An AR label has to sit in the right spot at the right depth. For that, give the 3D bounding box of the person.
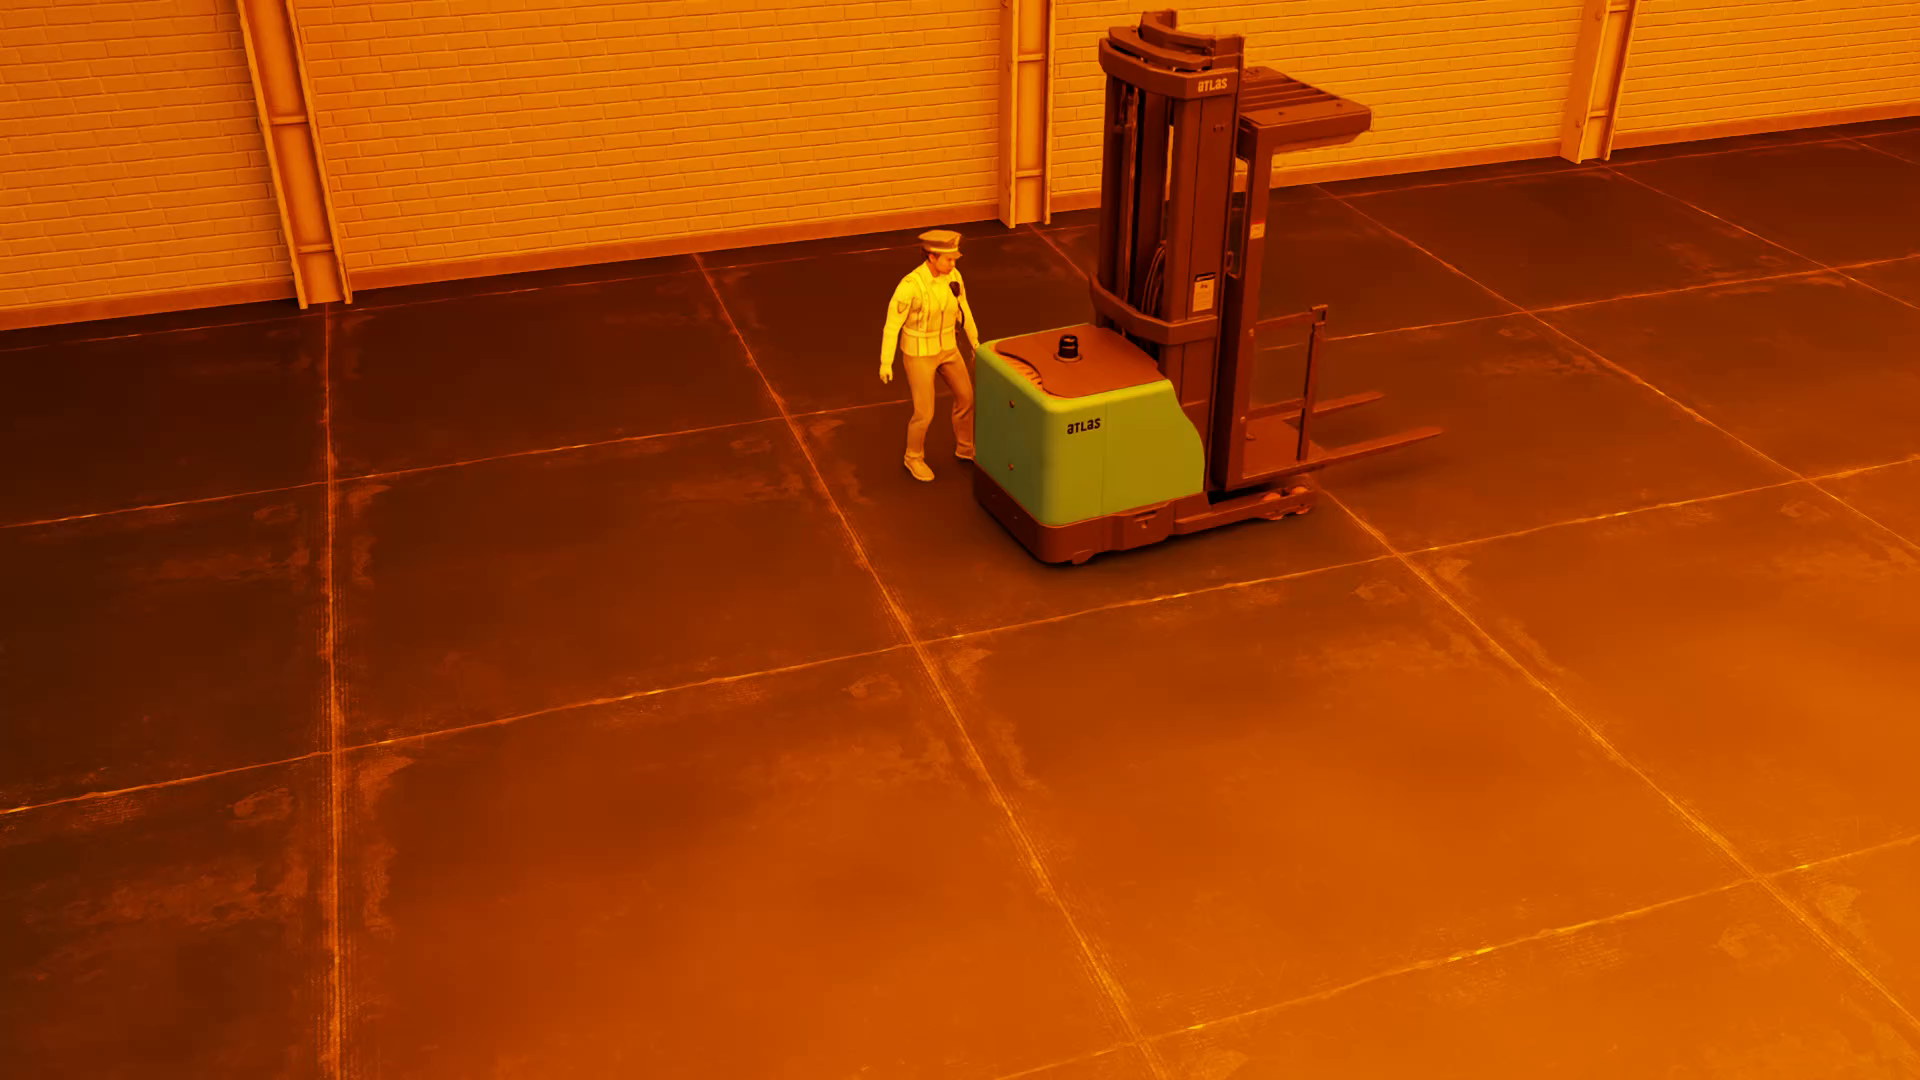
[{"bbox_3d":[-0.138,-1.168,10.425,0.774,1.639,0.373,-21,36,-32],"label":"person"}]

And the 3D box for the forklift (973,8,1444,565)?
[{"bbox_3d":[1.637,-1.615,9.893,3.031,2.935,1.130,-13,32,-22],"label":"forklift"}]
